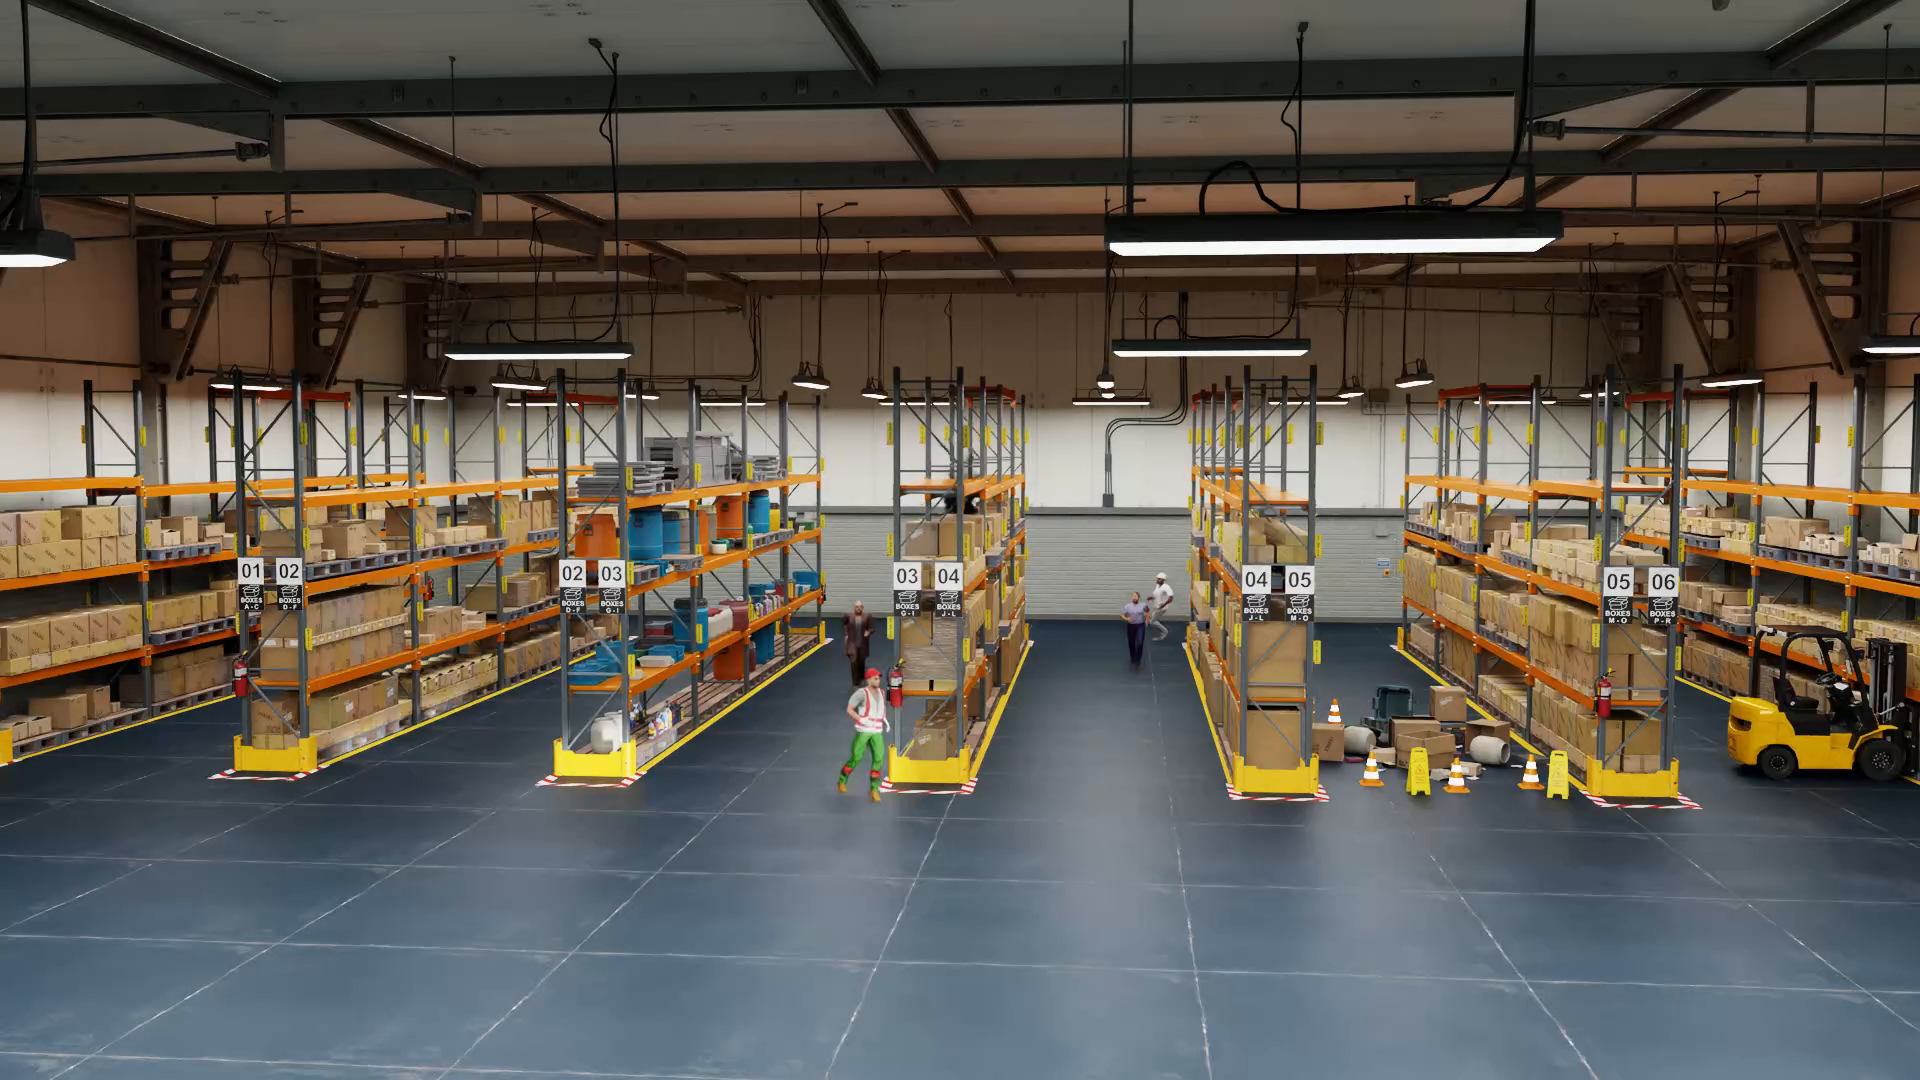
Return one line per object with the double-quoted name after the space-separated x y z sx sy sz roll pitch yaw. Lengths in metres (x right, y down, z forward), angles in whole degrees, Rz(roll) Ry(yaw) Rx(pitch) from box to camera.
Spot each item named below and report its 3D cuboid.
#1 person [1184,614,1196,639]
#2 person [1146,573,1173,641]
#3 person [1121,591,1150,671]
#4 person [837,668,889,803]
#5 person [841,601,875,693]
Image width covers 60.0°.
5.912 1.654 40.780 0.769 1.642 0.727 0 4 3 "person"
4.848 1.635 40.574 0.551 1.693 0.709 -1 4 -9 "person"
3.805 1.945 36.021 0.616 1.668 0.925 1 4 9 "person"
-1.243 2.678 23.064 0.724 1.792 0.874 -2 4 -34 "person"
-1.997 2.082 32.725 0.649 1.803 1.026 0 4 -7 "person"
